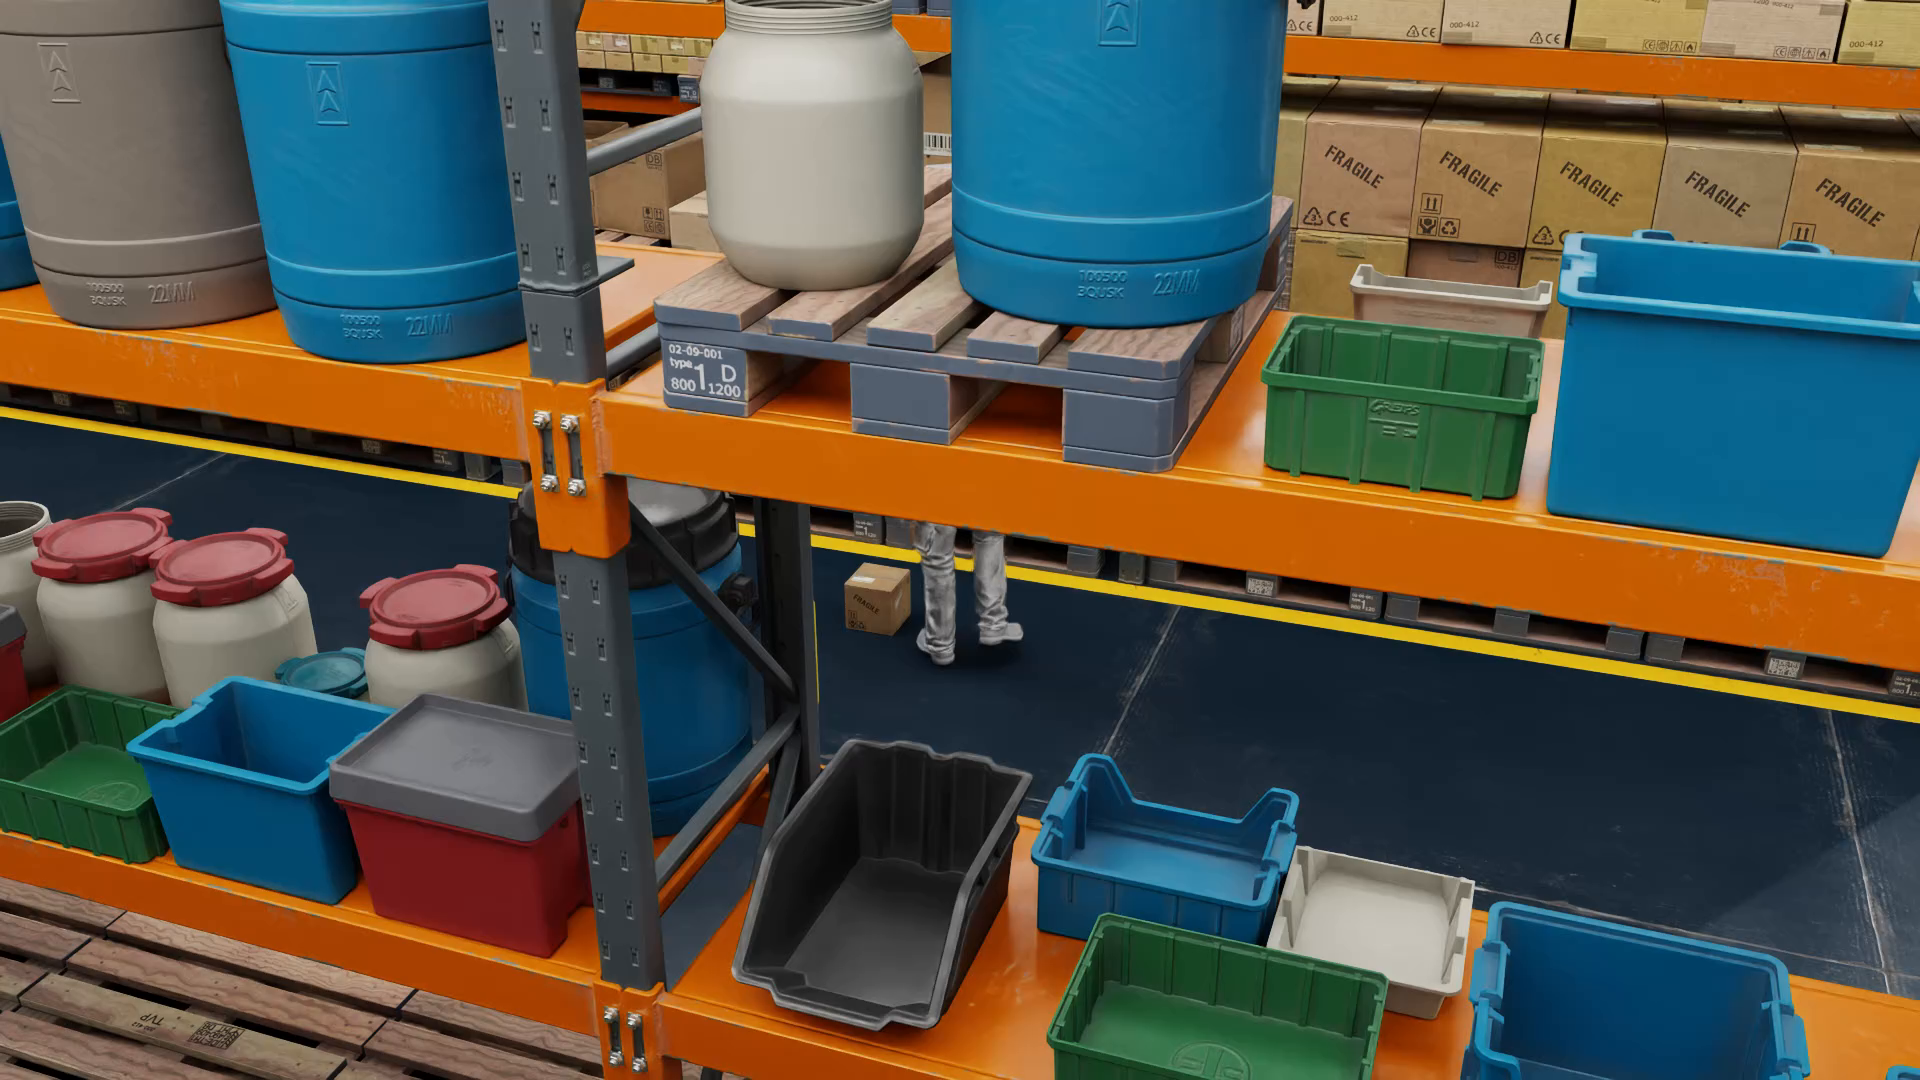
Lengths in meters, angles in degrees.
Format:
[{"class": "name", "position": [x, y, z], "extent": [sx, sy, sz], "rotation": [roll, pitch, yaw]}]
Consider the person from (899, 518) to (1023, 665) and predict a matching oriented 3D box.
[{"class": "person", "position": [-0.004, -0.268, 7.608], "extent": [0.620, 1.783, 0.418], "rotation": [-11, 27, -21]}]
